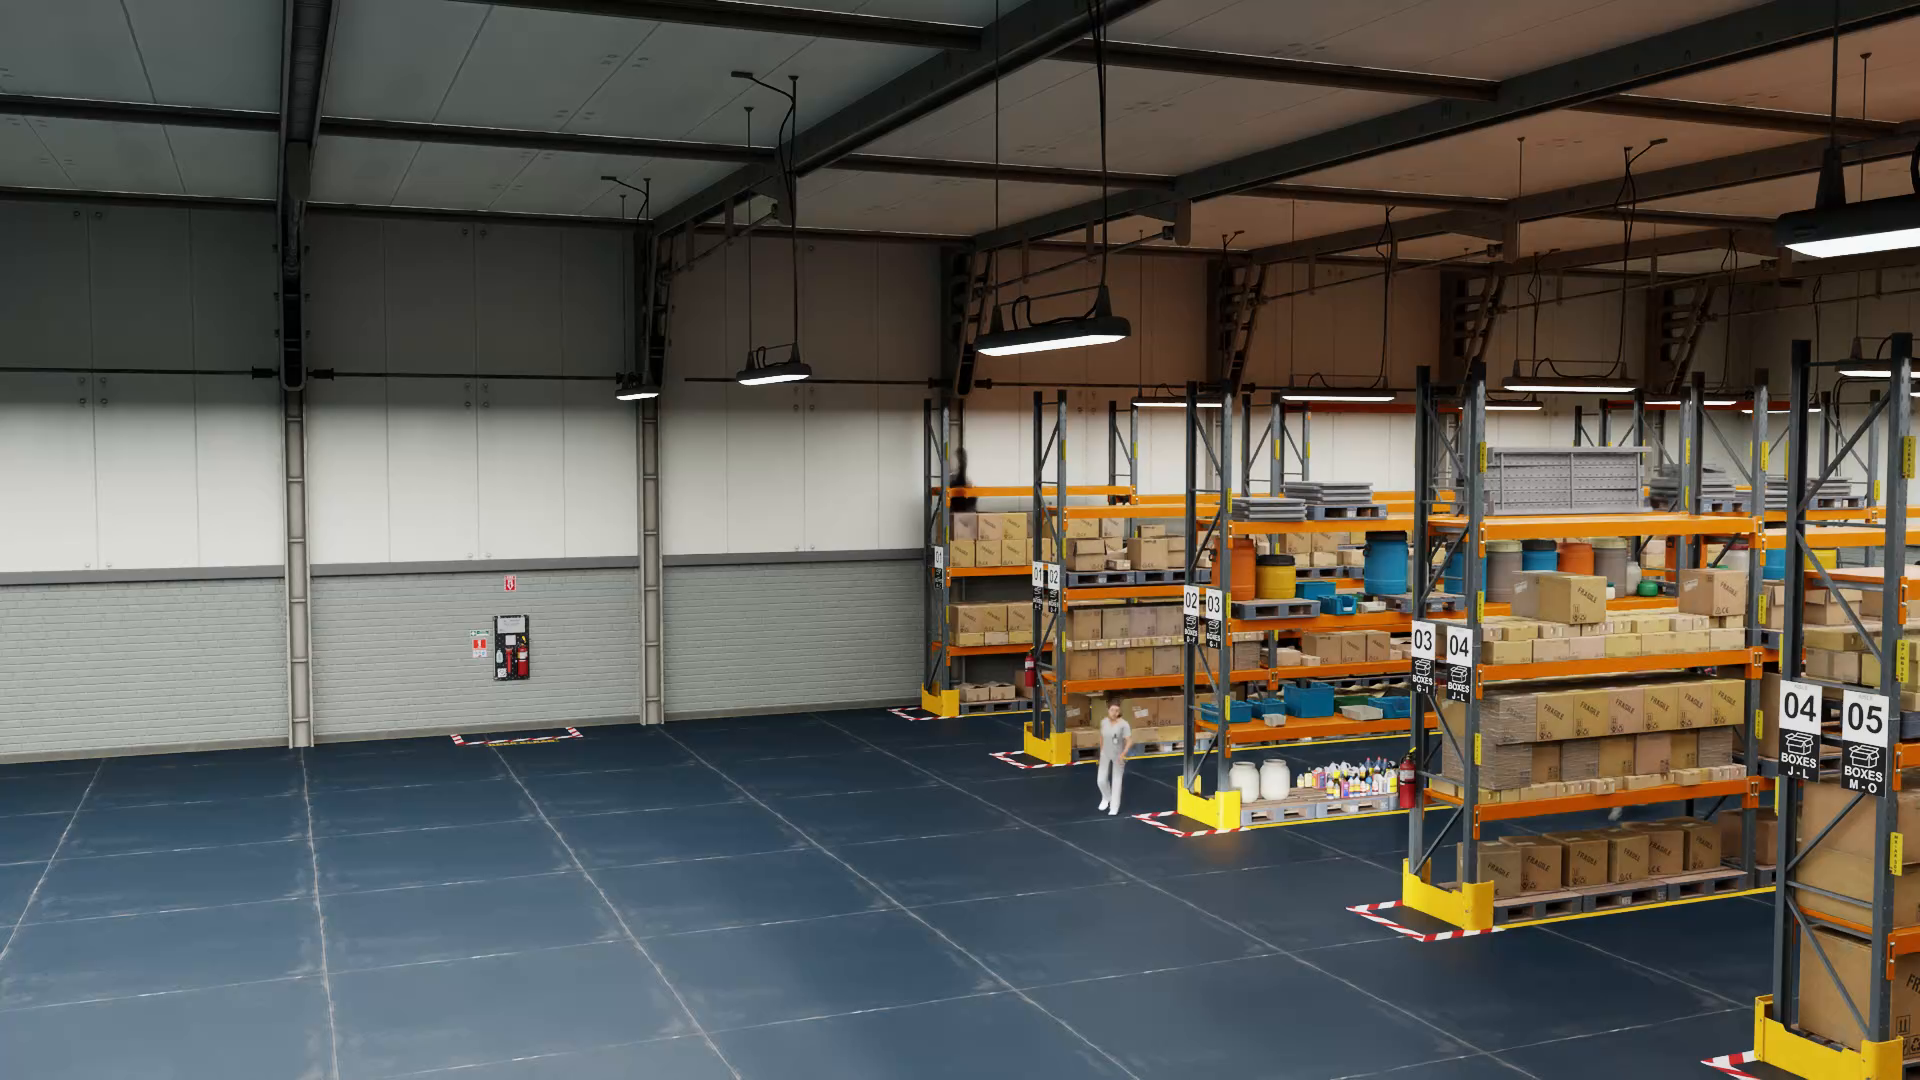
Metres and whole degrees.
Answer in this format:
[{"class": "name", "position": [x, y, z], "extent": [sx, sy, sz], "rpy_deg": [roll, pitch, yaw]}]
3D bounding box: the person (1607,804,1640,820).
[{"class": "person", "position": [9.287, 3.031, 22.995], "extent": [0.982, 1.631, 0.657], "rpy_deg": [-3, 5, -44]}]

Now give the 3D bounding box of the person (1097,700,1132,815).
[{"class": "person", "position": [2.110, 3.004, 22.847], "extent": [0.549, 1.627, 0.738], "rpy_deg": [1, 4, 18]}]
